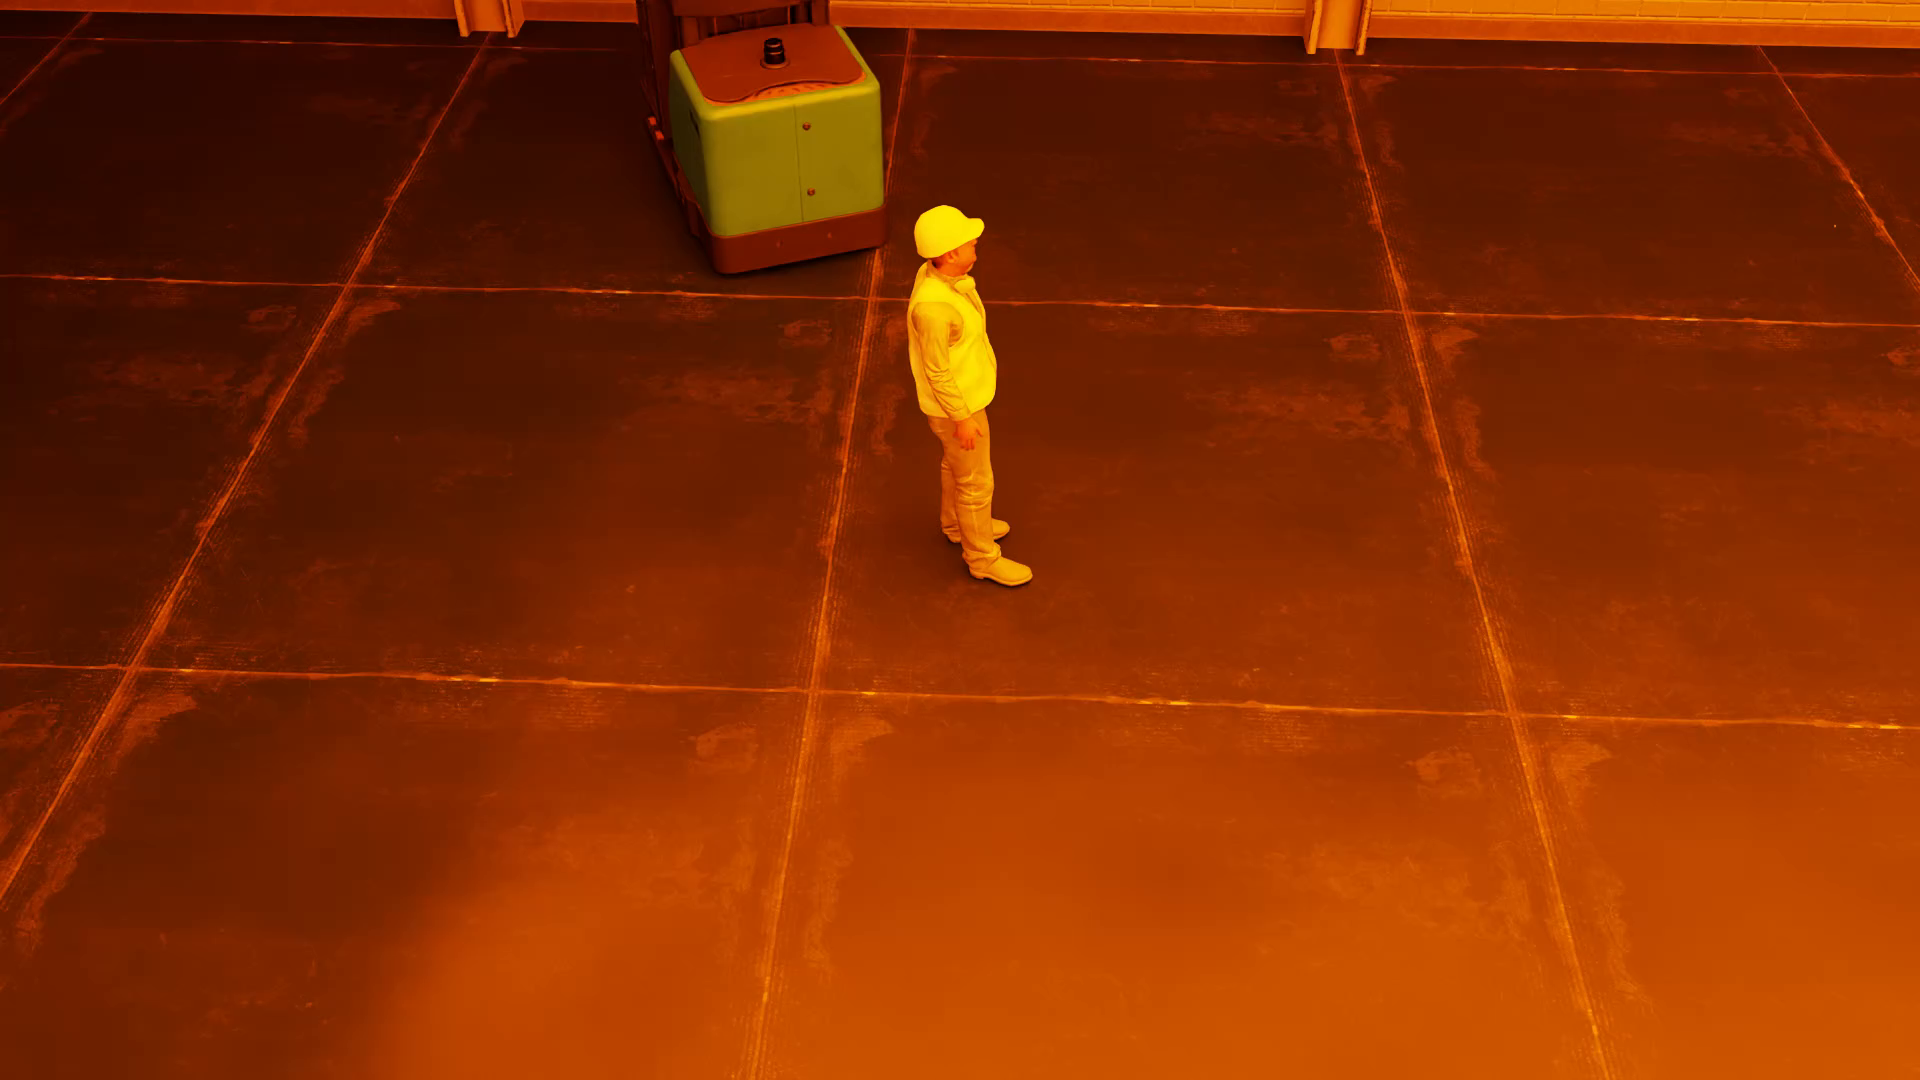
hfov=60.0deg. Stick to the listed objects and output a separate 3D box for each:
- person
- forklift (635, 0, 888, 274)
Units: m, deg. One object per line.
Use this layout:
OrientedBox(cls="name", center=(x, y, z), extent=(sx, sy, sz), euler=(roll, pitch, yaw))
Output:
OrientedBox(cls="person", center=(0.063, -0.654, 7.305), extent=(0.566, 1.775, 0.634), euler=(2, 42, 2))
OrientedBox(cls="forklift", center=(-1.395, -3.604, 9.690), extent=(1.130, 2.935, 3.031), euler=(-14, 44, -14))
